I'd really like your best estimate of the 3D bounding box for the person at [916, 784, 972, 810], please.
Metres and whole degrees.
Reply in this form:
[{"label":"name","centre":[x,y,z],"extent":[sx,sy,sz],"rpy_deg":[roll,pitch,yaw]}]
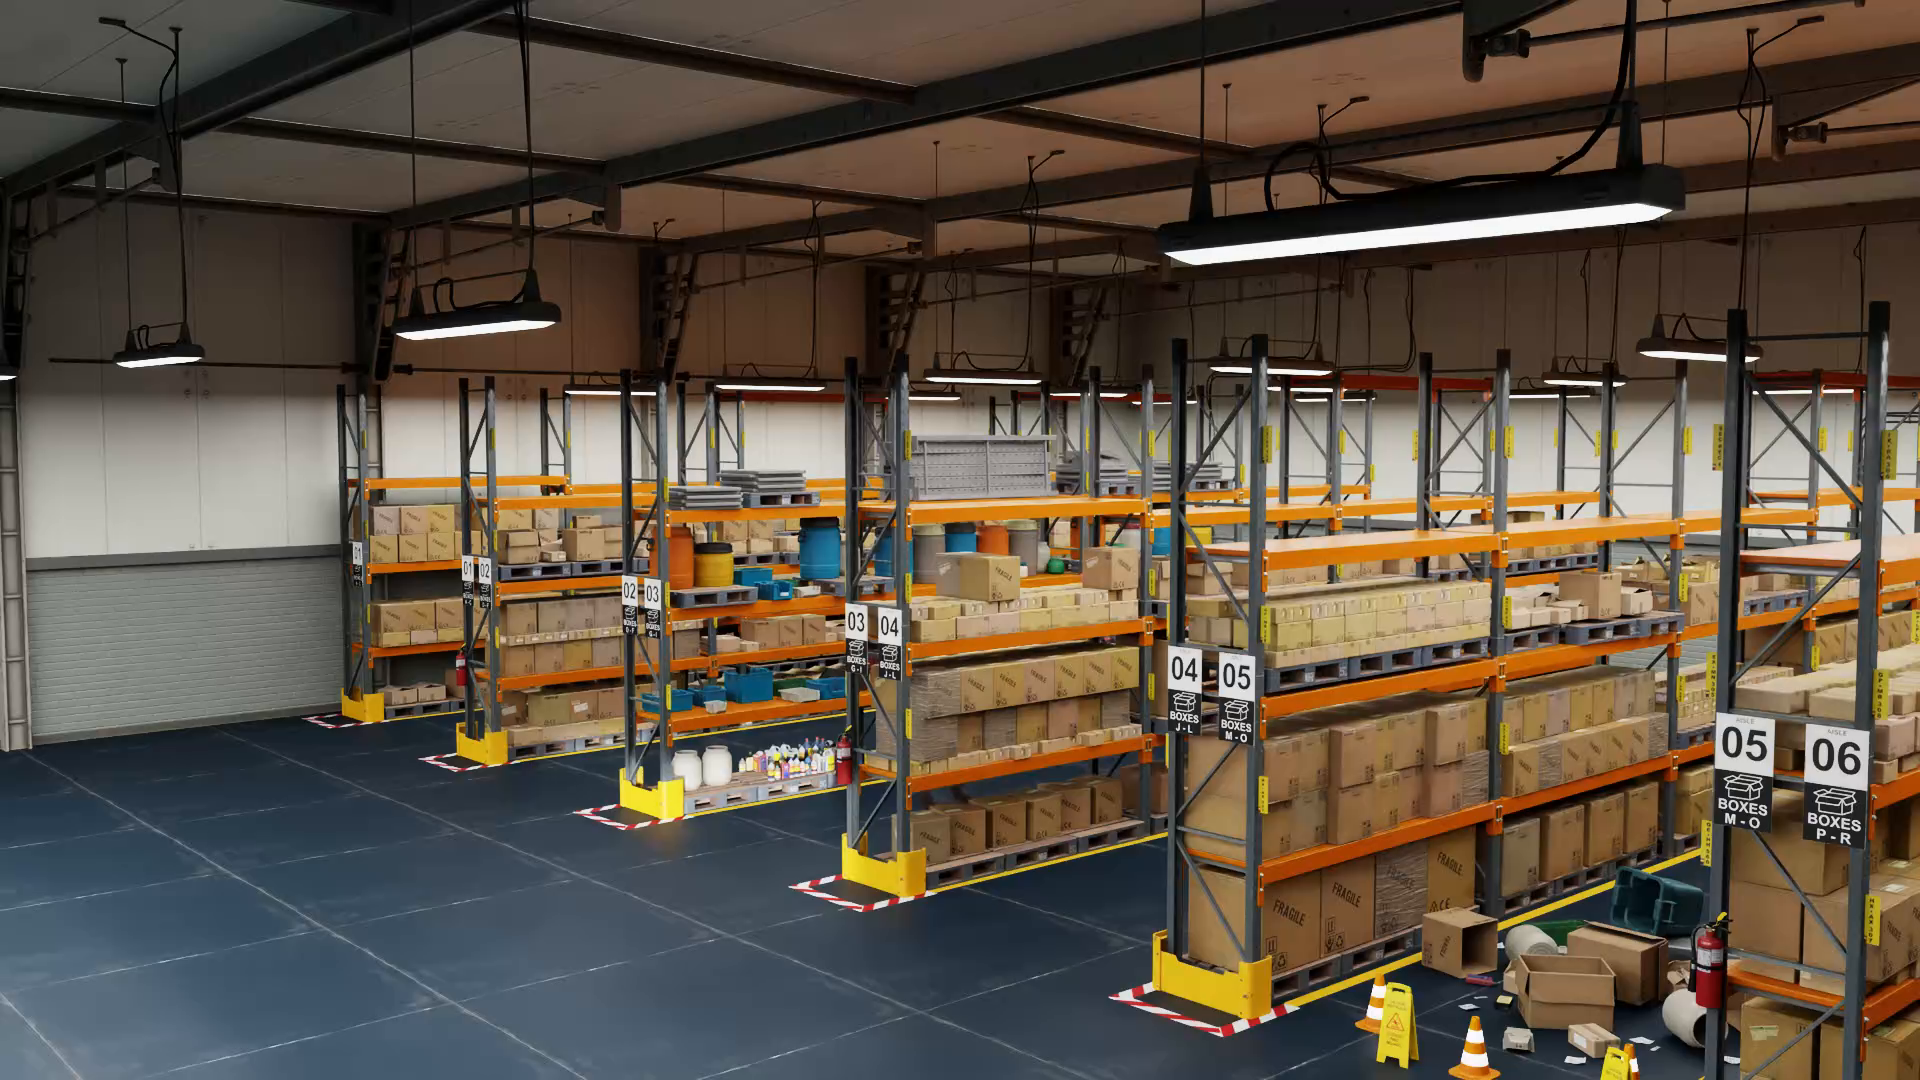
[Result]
[{"label":"person","centre":[-0.201,2.952,21.599],"extent":[1.101,1.544,0.657],"rpy_deg":[-2,4,-26]}]
